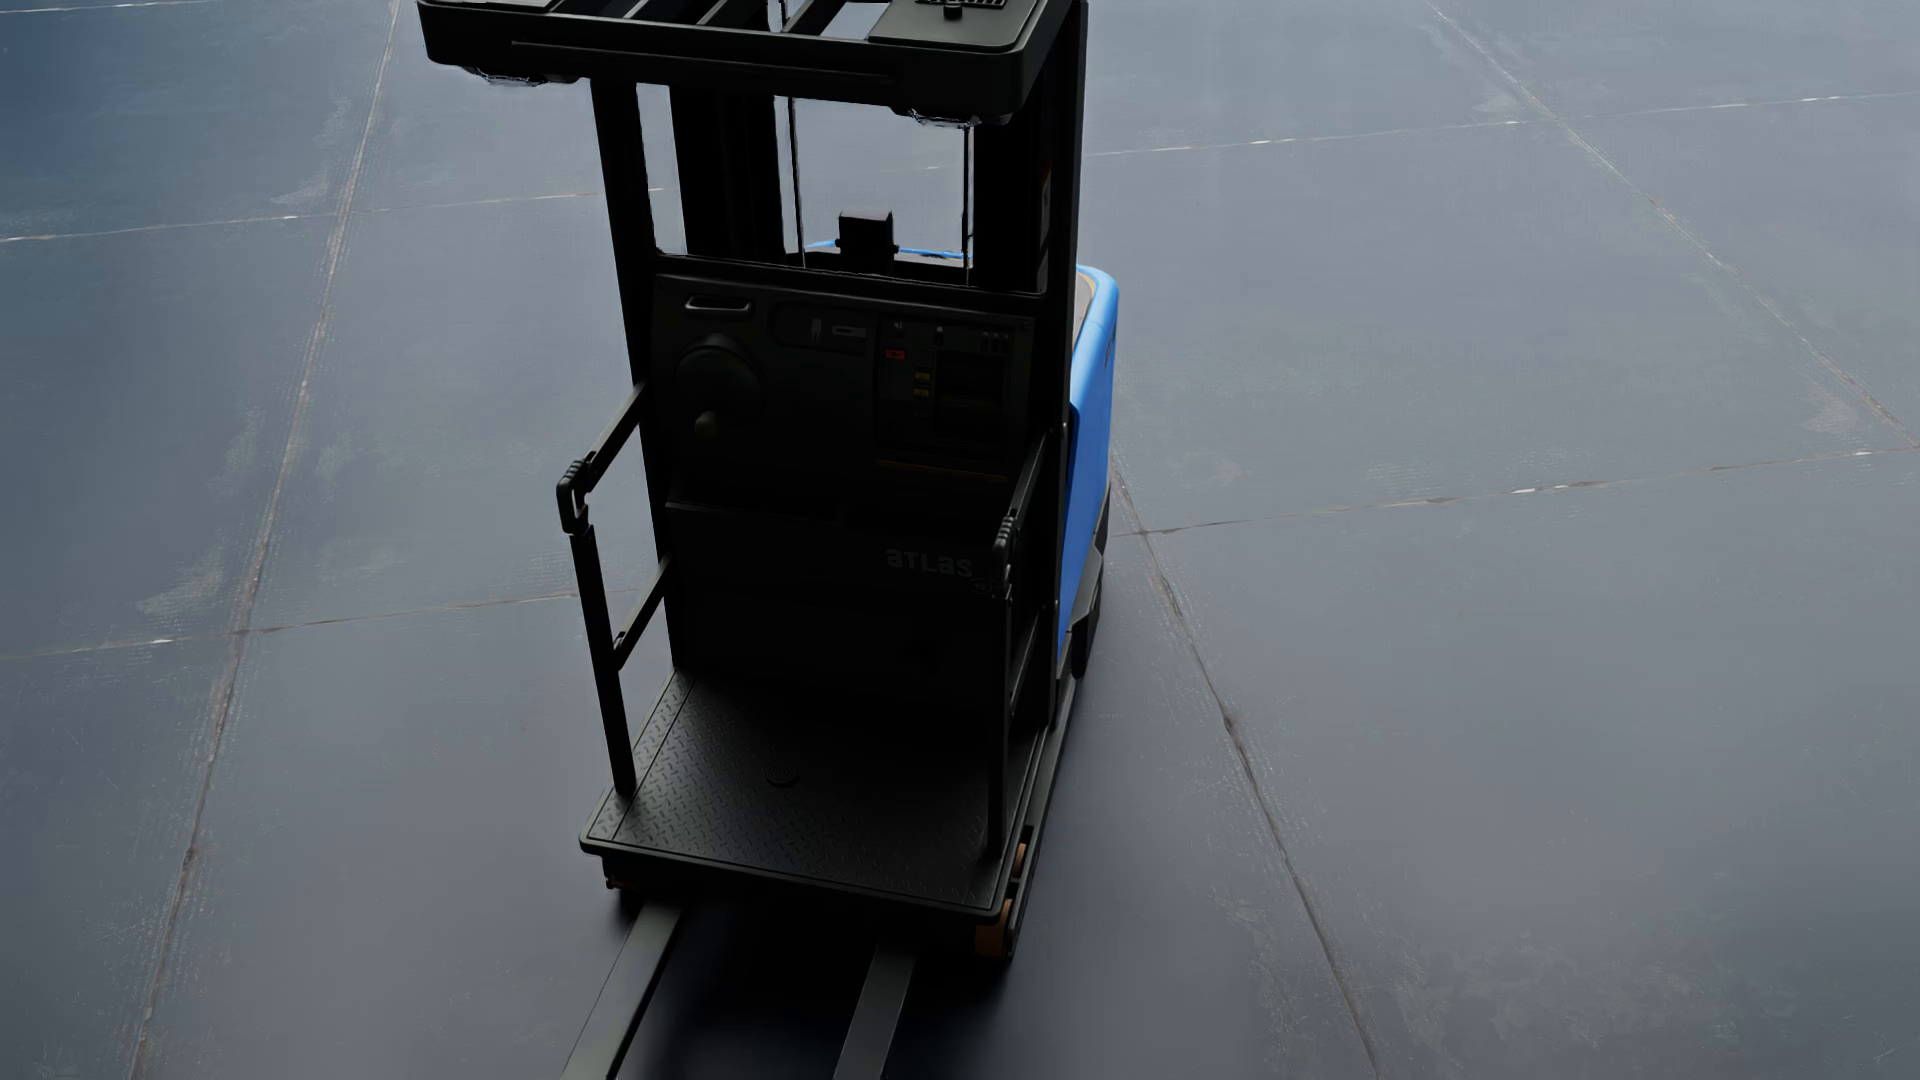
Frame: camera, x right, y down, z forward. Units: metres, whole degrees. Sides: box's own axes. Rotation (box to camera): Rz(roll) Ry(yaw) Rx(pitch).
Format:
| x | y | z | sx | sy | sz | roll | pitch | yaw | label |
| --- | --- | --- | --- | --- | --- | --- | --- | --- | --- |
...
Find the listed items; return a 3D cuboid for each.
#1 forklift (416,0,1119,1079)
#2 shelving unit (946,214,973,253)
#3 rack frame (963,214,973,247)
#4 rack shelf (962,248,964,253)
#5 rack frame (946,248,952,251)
| x | y | z | sx | sy | sz | roll | pitch | yaw | label |
| --- | --- | --- | --- | --- | --- | --- | --- | --- | --- |
| -0.332 | -0.325 | 3.779 | 1.130 | 2.935 | 3.031 | 8 | 39 | 10 | forklift |
| 0.081 | -0.559 | 5.614 | 0.215 | 1.050 | 0.252 | 8 | 39 | 10 | shelving unit |
| 0.109 | -0.632 | 5.708 | 0.200 | 1.050 | 0.008 | 8 | 39 | 10 | rack frame |
| 0.081 | -0.775 | 5.446 | 0.215 | 0.259 | 0.240 | 8 | 39 | 10 | rack shelf |
| 0.054 | -0.486 | 5.520 | 0.200 | 1.050 | 0.008 | 8 | 39 | 10 | rack frame |
